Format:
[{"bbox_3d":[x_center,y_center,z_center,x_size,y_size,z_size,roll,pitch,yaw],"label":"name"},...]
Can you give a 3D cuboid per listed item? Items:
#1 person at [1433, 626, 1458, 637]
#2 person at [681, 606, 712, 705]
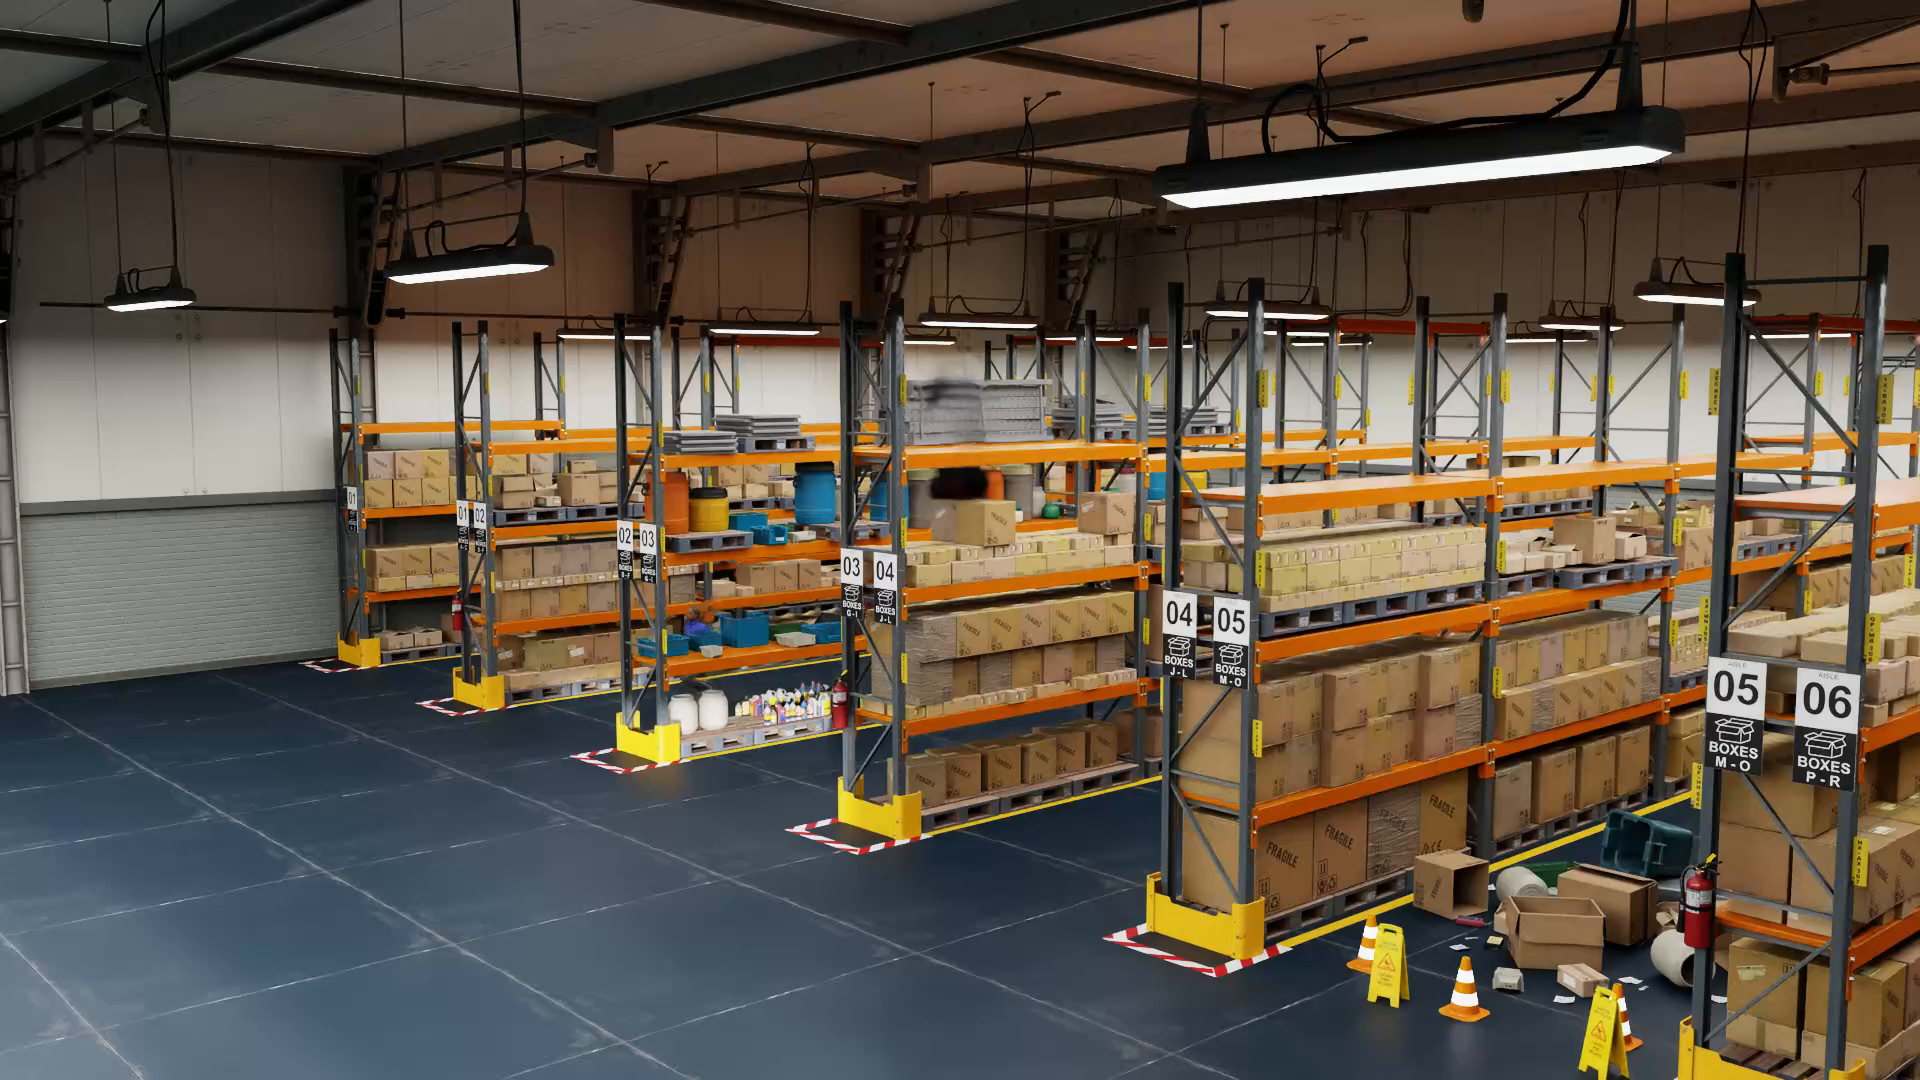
[{"bbox_3d":[6.981,1.938,23.748,0.956,1.786,0.667,-5,7,-40],"label":"person"},{"bbox_3d":[-4.136,1.839,25.672,0.569,1.605,0.554,5,8,43],"label":"person"}]
